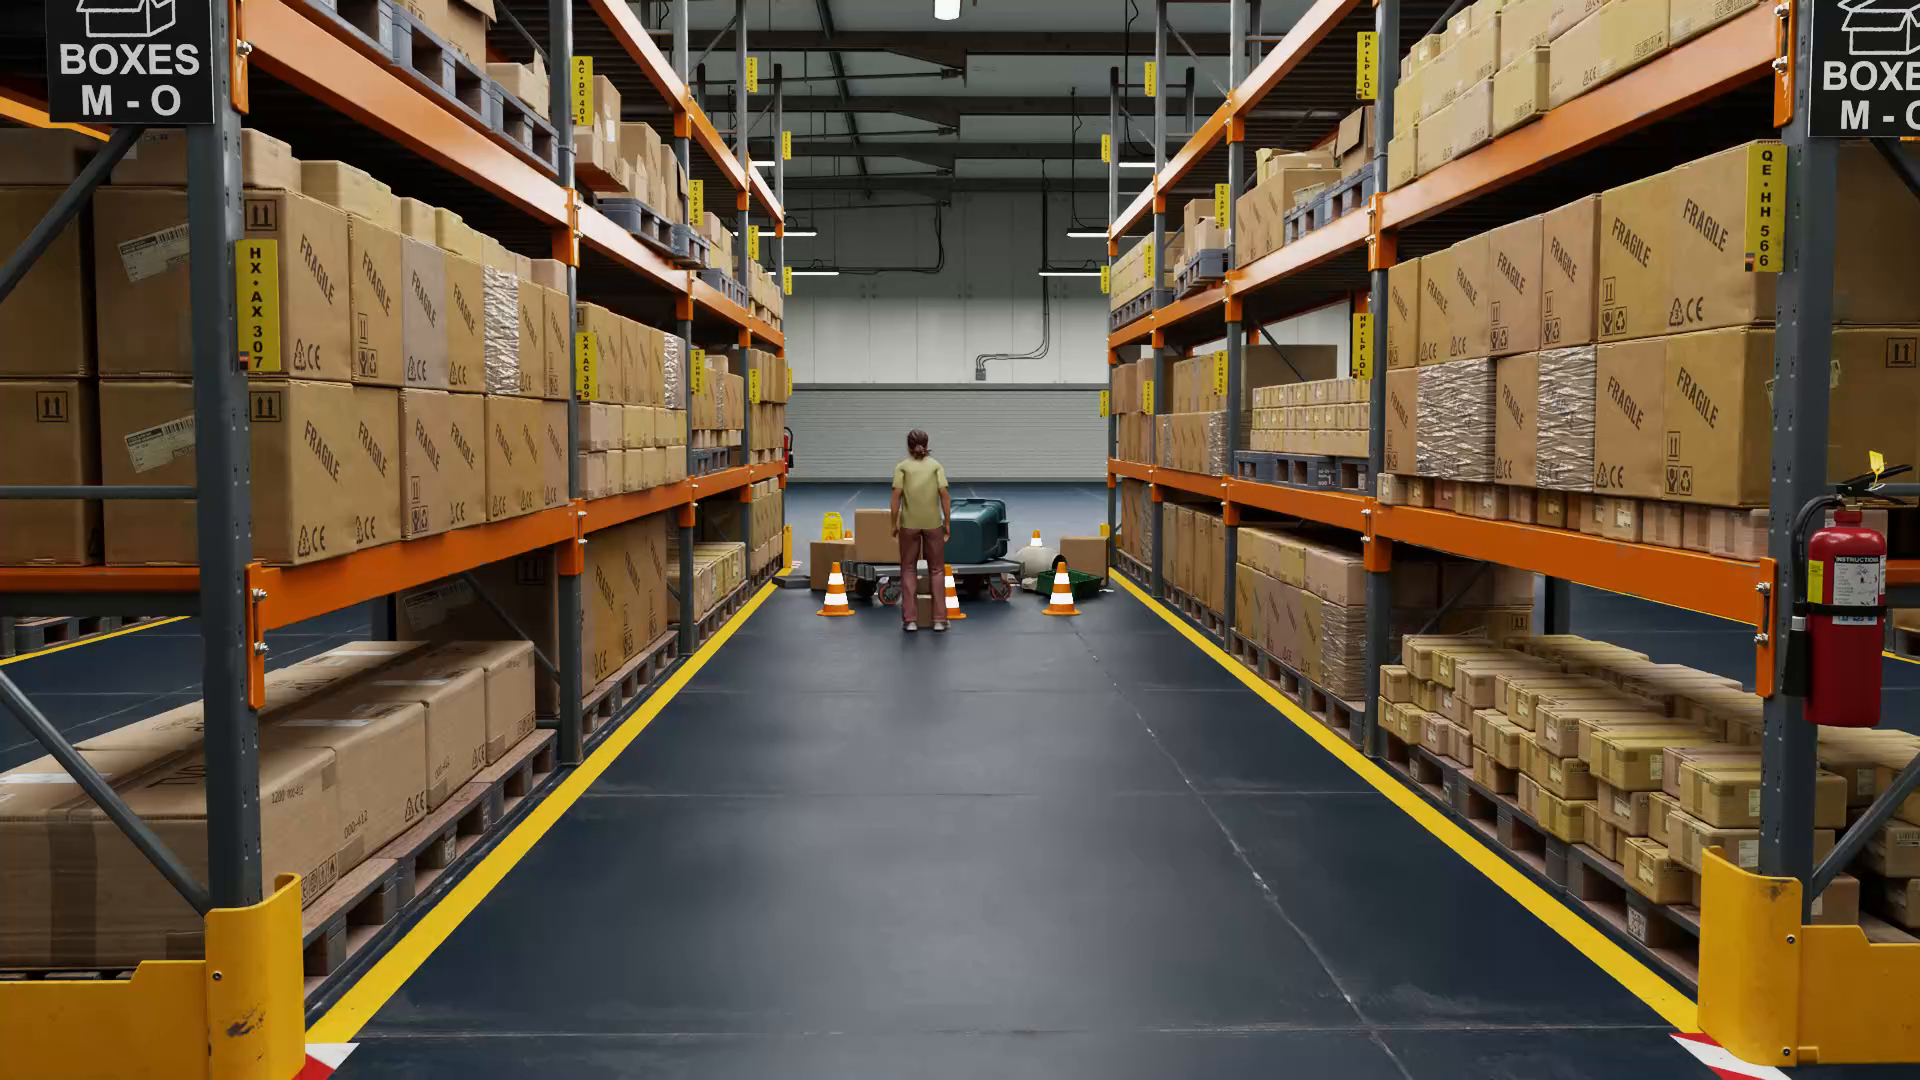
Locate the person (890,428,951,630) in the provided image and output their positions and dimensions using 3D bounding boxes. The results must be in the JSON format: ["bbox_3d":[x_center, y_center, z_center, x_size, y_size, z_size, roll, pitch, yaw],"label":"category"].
[{"bbox_3d":[-0.324,-0.089,13.796,0.513,1.671,0.359,0,4,-5],"label":"person"}]
